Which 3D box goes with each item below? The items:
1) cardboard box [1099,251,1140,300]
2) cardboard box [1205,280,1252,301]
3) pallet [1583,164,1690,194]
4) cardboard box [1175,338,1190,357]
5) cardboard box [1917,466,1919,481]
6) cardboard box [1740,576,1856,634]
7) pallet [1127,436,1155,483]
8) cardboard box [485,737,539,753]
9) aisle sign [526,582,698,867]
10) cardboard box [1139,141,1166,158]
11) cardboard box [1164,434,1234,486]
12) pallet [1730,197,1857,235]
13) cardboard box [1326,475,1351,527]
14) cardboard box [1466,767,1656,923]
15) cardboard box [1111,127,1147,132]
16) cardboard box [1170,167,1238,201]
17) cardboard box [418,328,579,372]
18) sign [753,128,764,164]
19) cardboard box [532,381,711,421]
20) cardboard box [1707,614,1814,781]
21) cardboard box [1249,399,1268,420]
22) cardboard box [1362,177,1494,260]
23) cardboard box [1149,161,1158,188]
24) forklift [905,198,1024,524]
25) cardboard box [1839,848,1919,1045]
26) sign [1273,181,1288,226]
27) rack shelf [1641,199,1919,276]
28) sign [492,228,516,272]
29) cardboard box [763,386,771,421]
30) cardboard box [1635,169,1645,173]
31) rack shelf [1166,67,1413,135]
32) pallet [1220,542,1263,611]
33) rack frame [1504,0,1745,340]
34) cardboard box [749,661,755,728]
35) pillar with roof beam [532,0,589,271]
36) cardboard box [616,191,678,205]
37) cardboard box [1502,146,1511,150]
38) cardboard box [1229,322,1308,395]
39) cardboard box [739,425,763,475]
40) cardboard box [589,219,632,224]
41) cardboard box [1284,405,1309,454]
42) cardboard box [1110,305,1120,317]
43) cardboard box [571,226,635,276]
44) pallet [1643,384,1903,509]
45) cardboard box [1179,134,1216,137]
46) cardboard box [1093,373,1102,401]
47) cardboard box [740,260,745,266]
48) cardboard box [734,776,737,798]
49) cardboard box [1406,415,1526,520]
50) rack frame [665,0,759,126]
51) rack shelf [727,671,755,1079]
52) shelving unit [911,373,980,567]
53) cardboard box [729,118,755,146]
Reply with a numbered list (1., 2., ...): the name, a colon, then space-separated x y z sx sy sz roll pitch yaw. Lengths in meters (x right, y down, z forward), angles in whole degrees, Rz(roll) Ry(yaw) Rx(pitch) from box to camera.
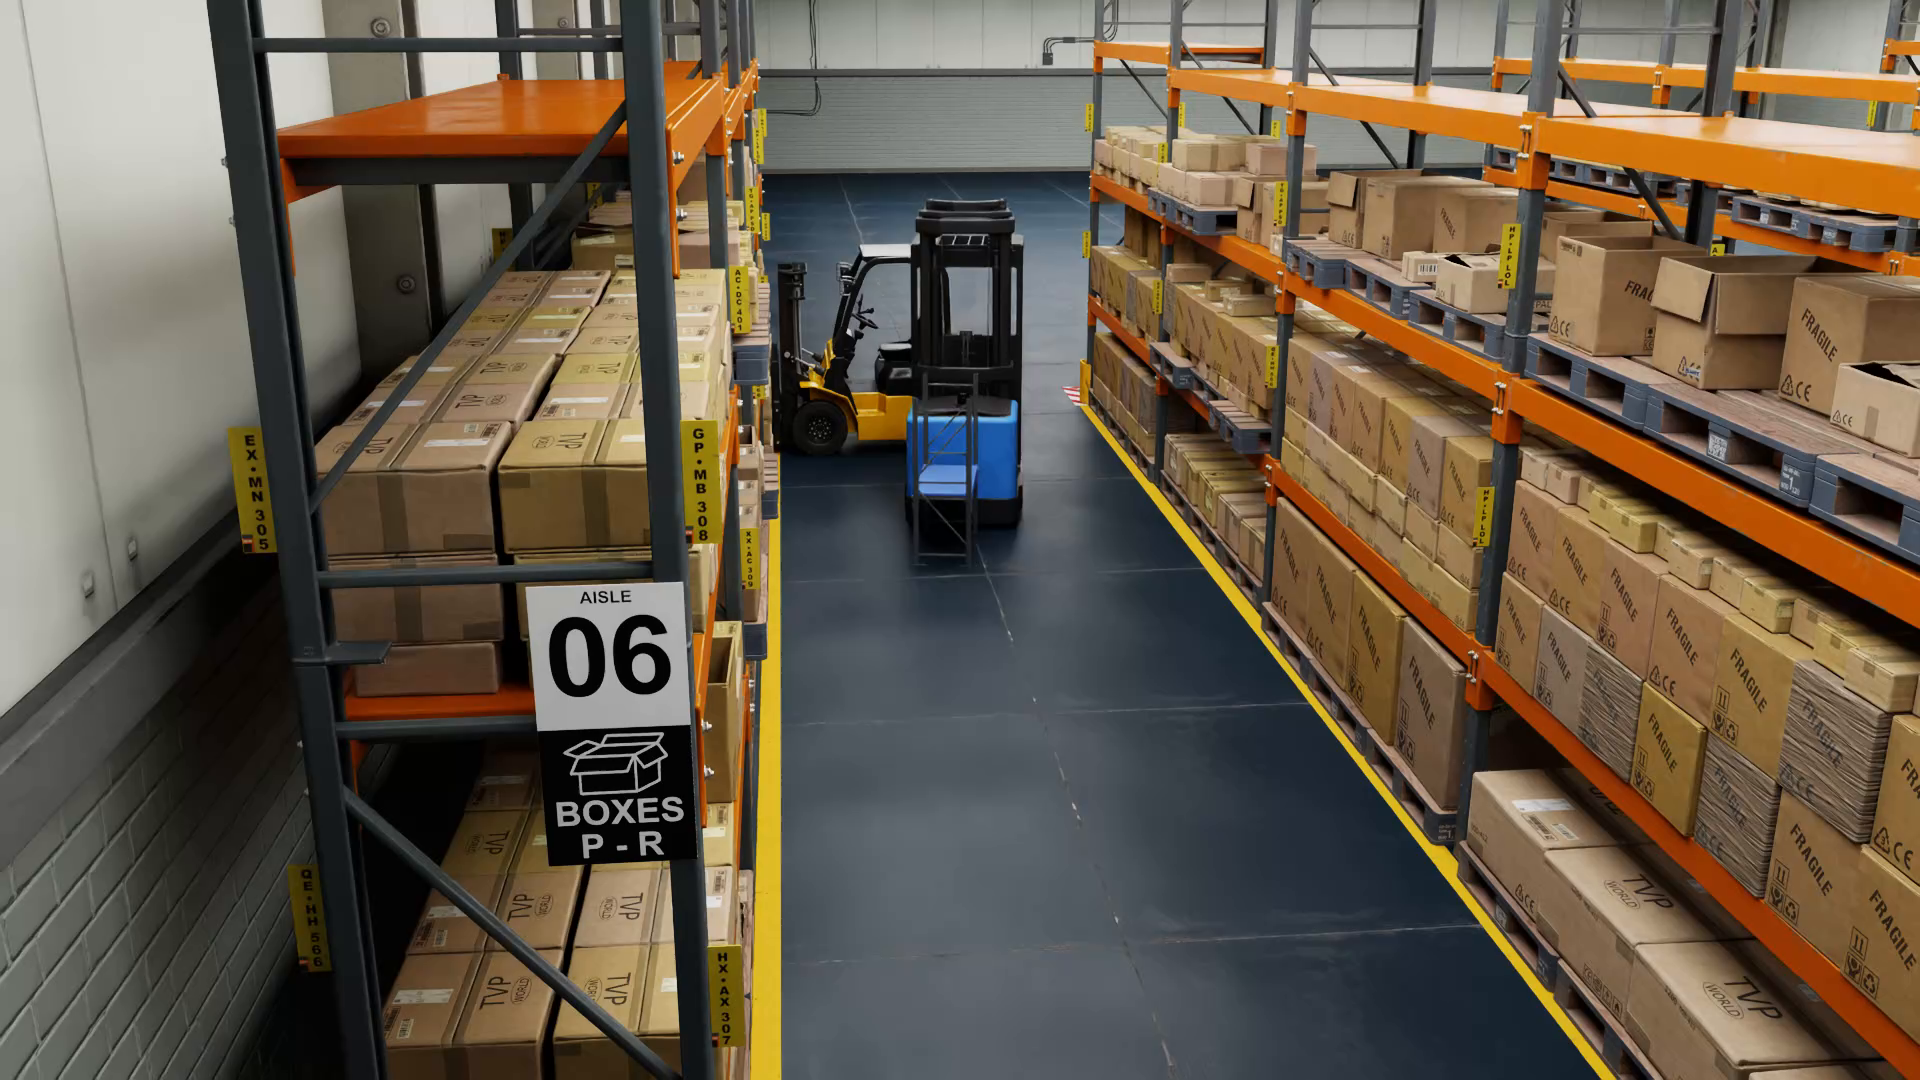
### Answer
1. cardboard box: 1.914 -3.088 19.416 0.500 0.500 0.500 -1 17 -4
2. cardboard box: 2.409 -2.239 14.926 0.380 0.149 0.250 -1 17 -3
3. pallet: 7.337 -3.827 17.572 1.003 0.211 1.213 -2 18 -6
4. cardboard box: 2.257 -1.842 15.829 0.380 0.149 0.250 -1 17 -5
5. cardboard box: 3.476 -0.249 5.578 0.380 0.149 0.250 -3 18 -10
6. cardboard box: 3.313 0.251 6.524 0.380 0.149 0.250 -1 17 -4
7. pallet: 2.393 -0.880 17.699 1.003 0.211 1.213 -2 18 -6
8. cardboard box: -1.725 0.551 6.990 0.500 0.500 0.500 -2 18 -7
9. aisle sign: -0.903 0.490 4.342 0.394 0.787 0.004 -2 18 -6
10. cardboard box: 2.049 -4.019 17.124 0.380 0.149 0.250 -1 17 -4
11. cardboard box: 2.554 -0.801 16.481 0.950 0.372 0.625 -2 17 -5
12. pallet: 7.586 -2.867 14.680 1.003 0.211 1.213 -1 17 -3
13. cardboard box: 2.829 -0.285 11.401 0.500 0.250 0.500 -1 17 -4
14. cardboard box: 3.280 1.585 8.770 0.875 0.438 0.875 -2 18 -6
15. cardboard box: 1.960 -4.708 19.317 0.380 0.149 0.250 -2 18 -6
16. cardboard box: 2.212 -3.233 15.083 0.500 0.250 0.500 -2 18 -6
17. cardboard box: -1.667 -0.603 6.075 0.500 0.250 0.500 -2 18 -6
18. sign: -1.901 -3.704 15.644 0.100 0.325 0.005 -2 18 -6
19. cardboard box: -1.031 -0.313 5.152 0.500 0.250 0.500 -2 18 -6
20. cardboard box: 3.318 0.601 6.492 0.500 0.500 0.500 -2 18 -6
21. cardboard box: 2.542 -1.068 13.362 0.380 0.149 0.250 -2 17 -5
22. cardboard box: 3.201 -2.209 11.404 0.700 0.500 0.500 -3 18 -8
23. cardboard box: 2.184 -3.636 16.570 0.500 0.250 0.500 -2 18 -6
24. forklift: 0.077 -1.937 16.525 1.130 2.935 3.031 1 17 2
25. cardboard box: 3.422 1.381 5.676 0.500 0.500 0.500 -2 18 -5
26. sign: 2.370 -2.481 12.273 0.100 0.325 0.005 -2 18 -6
27. rack shelf: 7.617 -2.686 14.991 1.077 0.370 4.000 -2 18 -6
28. sign: -2.166 -1.321 7.920 0.100 0.325 0.005 -2 18 -6
29. cardboard box: -2.177 -1.376 16.845 0.500 0.250 0.500 -2 18 -6
30. cardboard box: 7.055 -3.852 17.055 0.380 0.149 0.250 -2 18 -6
31. rack shelf: 2.704 -3.743 14.019 1.077 0.370 4.000 -2 18 -6
32. pallet: 2.831 0.278 14.011 1.003 0.211 1.213 -2 18 -6
33. rack frame: 3.322 -2.490 8.157 1.000 3.000 0.127 -2 18 -6
34. cardboard box: -1.600 0.906 10.828 0.500 0.500 0.500 -2 18 -8
35. pillar with roof beam: 1.224 -4.021 13.033 9.100 9.000 0.400 -2 18 -6
36. cardboard box: -2.357 -2.480 12.517 0.500 0.250 0.500 -2 18 -6
37. cardboard box: 6.741 -4.757 19.938 0.380 0.149 0.250 -2 18 -5
38. cardboard box: 2.522 -1.490 13.623 0.500 0.500 0.500 -2 18 -7
39. cardboard box: -1.675 -0.434 10.750 0.797 0.503 0.637 -2 18 -7
40. cardboard box: -2.150 -1.935 10.485 0.380 0.149 0.250 -2 18 -6
41. cardboard box: 2.716 -0.828 12.294 0.500 0.250 0.500 -2 18 -6
42. cardboard box: 1.941 -2.666 19.153 0.380 0.149 0.250 -1 17 -4
43. cardboard box: -1.714 -1.461 8.251 0.396 0.266 0.258 -2 18 -6
44. pallet: 3.519 -0.410 6.687 1.003 0.211 1.213 -2 18 -6
45. cardboard box: 2.605 -4.347 18.169 0.380 0.149 0.250 -1 17 -4
46. cardboard box: 1.893 -1.842 20.000 0.500 0.250 0.500 -2 18 -6
47. cardboard box: -1.307 -1.354 8.602 0.380 0.149 0.250 -1 17 -5
48. cardboard box: -1.215 0.899 7.134 0.500 0.250 0.500 -2 18 -6
49. cardboard box: 2.966 -0.432 9.780 0.500 0.500 0.500 -1 17 -5
50. rack frame: -2.852 -5.910 19.053 1.000 3.000 0.127 -2 18 -6
51. rack shelf: -1.408 1.466 6.773 1.077 0.370 4.000 -2 18 -6
52. shelving unit: -0.119 -0.639 14.781 0.538 1.500 1.048 1 17 4
53. cardboard box: -2.536 -4.169 17.472 0.797 0.503 0.637 -1 17 -4
